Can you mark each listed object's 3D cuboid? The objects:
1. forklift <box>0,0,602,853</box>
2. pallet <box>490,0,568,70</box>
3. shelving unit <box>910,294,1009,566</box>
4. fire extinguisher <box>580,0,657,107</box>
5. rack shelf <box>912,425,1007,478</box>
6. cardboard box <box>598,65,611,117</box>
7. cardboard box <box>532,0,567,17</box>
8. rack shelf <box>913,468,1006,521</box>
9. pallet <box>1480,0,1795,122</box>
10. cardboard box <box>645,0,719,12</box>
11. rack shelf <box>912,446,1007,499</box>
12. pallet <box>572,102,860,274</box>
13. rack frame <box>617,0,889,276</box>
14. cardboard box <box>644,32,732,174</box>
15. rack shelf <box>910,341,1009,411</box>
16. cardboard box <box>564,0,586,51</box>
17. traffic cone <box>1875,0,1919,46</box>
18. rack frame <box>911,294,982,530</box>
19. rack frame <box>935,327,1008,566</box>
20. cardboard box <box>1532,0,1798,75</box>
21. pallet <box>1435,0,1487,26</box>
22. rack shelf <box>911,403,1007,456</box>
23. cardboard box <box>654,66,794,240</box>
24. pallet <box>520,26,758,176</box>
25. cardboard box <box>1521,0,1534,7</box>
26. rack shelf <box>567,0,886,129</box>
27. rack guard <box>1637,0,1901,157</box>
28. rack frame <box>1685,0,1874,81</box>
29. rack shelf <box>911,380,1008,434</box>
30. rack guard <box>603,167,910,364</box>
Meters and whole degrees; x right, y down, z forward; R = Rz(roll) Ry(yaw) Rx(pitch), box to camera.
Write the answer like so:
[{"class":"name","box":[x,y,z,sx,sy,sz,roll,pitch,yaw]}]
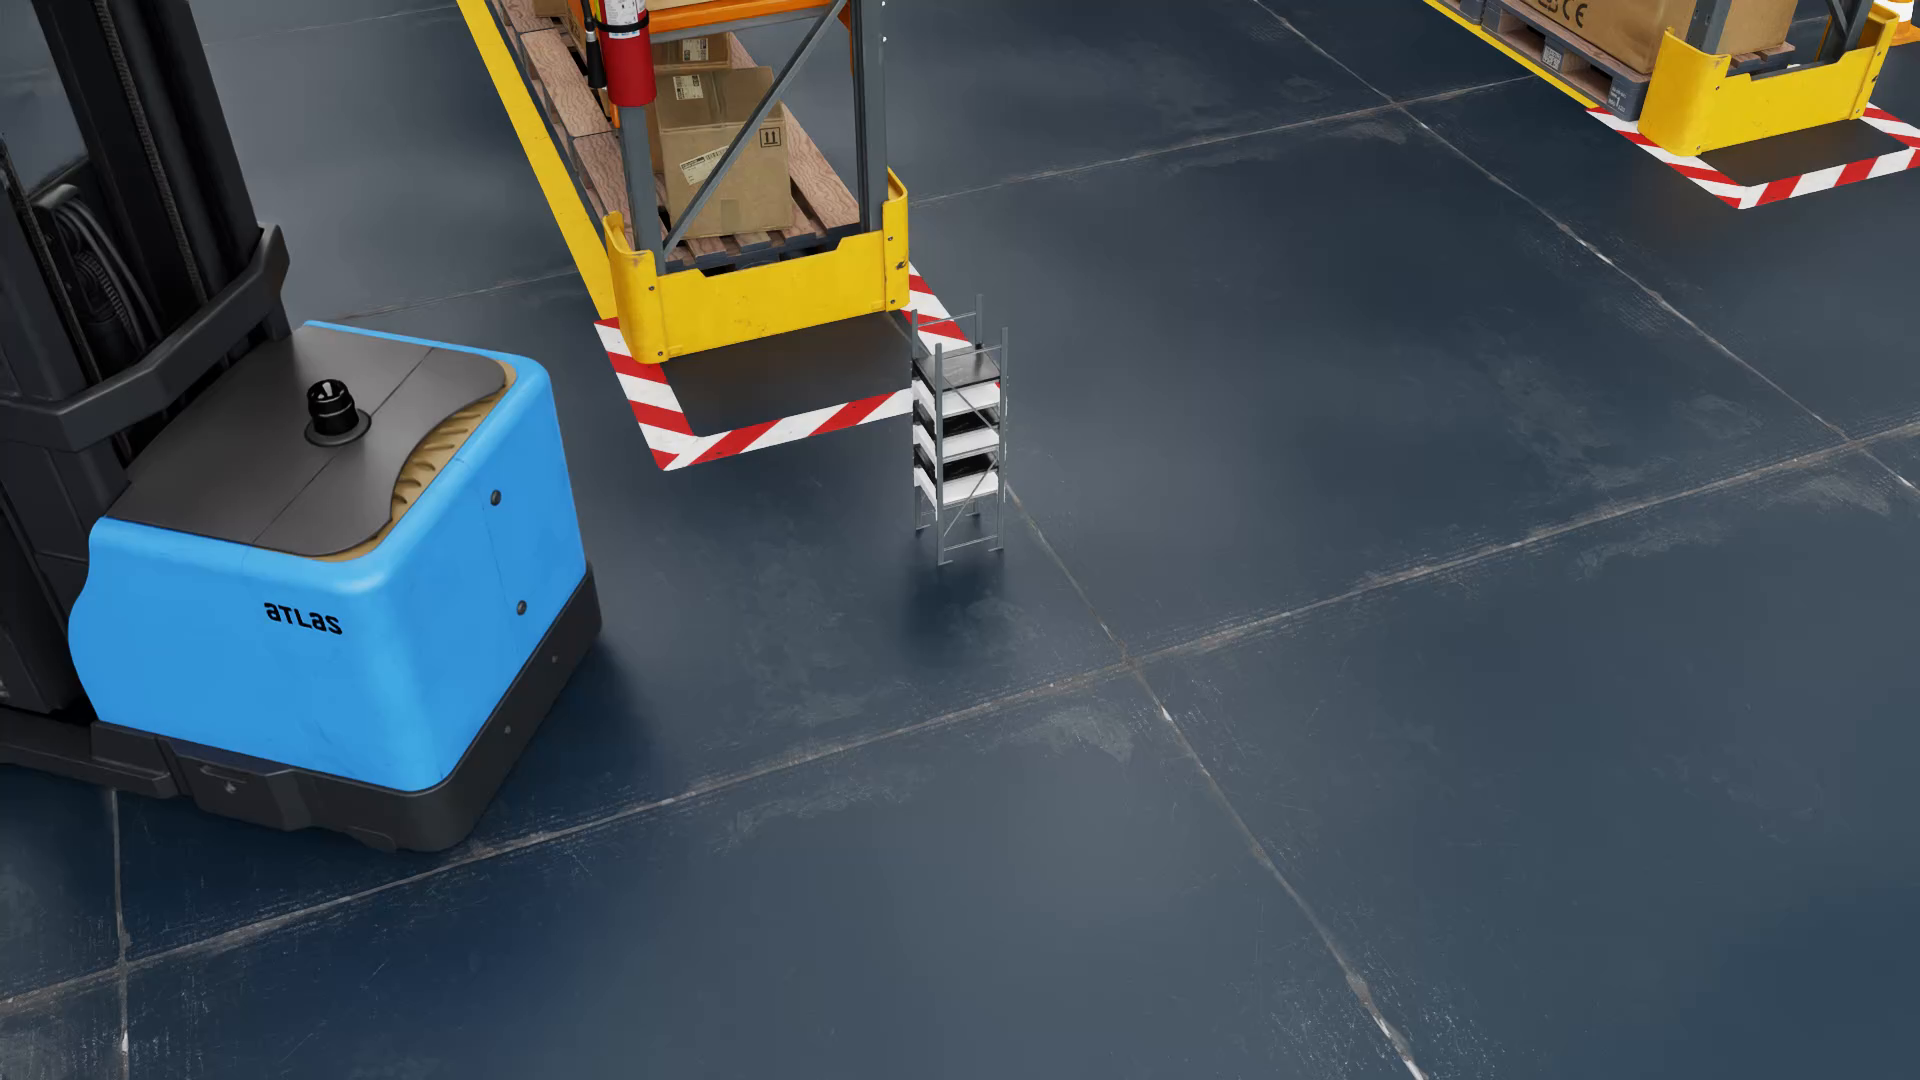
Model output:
[{"class":"forklift","box":[-2.721,-0.769,4.396,3.031,2.935,1.130,10,42,12]},{"class":"pallet","box":[-2.006,-2.977,9.050,1.003,0.211,1.213,-15,43,-17]},{"class":"shelving unit","box":[-0.003,-0.346,5.462,0.258,0.900,0.210,-15,43,-17]},{"class":"fire extinguisher","box":[-1.147,-1.807,5.611,0.296,0.674,0.183,-15,43,-17]},{"class":"rack shelf","box":[-0.003,-0.321,5.484,0.258,0.077,0.200,-15,43,-17]},{"class":"cardboard box","box":[-1.471,-2.346,7.772,0.500,0.500,0.500,-11,42,-13]},{"class":"cardboard box","box":[-1.953,-3.048,8.589,0.500,0.500,0.500,-3,41,-3]},{"class":"rack shelf","box":[-0.003,-0.184,5.601,0.258,0.077,0.200,-15,43,-17]},{"class":"pallet","box":[3.478,-2.602,8.614,1.003,0.211,1.213,-15,43,-17]},{"class":"cardboard box","box":[-1.065,-2.046,6.021,0.380,0.149,0.250,-15,43,-17]},{"class":"rack shelf","box":[-0.003,-0.253,5.543,0.258,0.077,0.200,-15,43,-17]},{"class":"pallet","box":[-1.072,-1.507,7.341,1.003,0.211,1.213,-15,43,-17]},{"class":"rack frame","box":[-0.765,-2.021,5.799,1.000,3.000,0.127,-15,43,-17]},{"class":"cardboard box","box":[-1.249,-1.964,7.328,0.500,0.500,0.500,-5,41,-6]},{"class":"rack shelf","box":[-0.003,-0.526,5.308,0.258,0.077,0.200,-15,43,-17]},{"class":"cardboard box","box":[-1.643,-2.693,8.176,0.500,0.500,0.500,-19,44,-21]},{"class":"traffic cone","box":[4.965,-2.909,8.778,0.336,0.463,0.334,-15,43,-17]},{"class":"rack frame","box":[-0.042,-0.407,5.534,0.240,0.900,0.006,-15,43,-17]},{"class":"rack frame","box":[0.036,-0.285,5.391,0.240,0.900,0.006,-15,43,-17]},{"class":"cardboard box","box":[3.535,-2.943,8.179,0.875,0.875,0.875,-15,43,-17]},{"class":"pallet","box":[3.015,-3.336,9.467,1.003,0.211,1.213,-15,43,-17]},{"class":"rack shelf","box":[-0.003,-0.389,5.425,0.258,0.077,0.200,-15,43,-17]},{"class":"cardboard box","box":[-0.989,-1.612,6.920,0.500,0.500,0.500,-8,41,-9]},{"class":"pallet","box":[-1.535,-2.241,8.194,1.003,0.211,1.213,-15,43,-17]},{"class":"cardboard box","box":[3.197,-3.472,8.795,0.875,0.875,0.875,-16,43,-18]},{"class":"rack shelf","box":[-1.530,-2.953,7.435,1.077,0.370,4.000,-15,43,-17]},{"class":"rack guard","box":[3.865,-2.235,7.966,1.175,0.500,0.348,-15,43,-17]},{"class":"rack frame","box":[3.856,-3.197,7.167,1.000,3.000,0.127,-15,43,-17]},{"class":"rack shelf","box":[-0.003,-0.457,5.367,0.258,0.077,0.200,-15,43,-17]},{"class":"rack guard","box":[-0.794,-1.119,6.667,1.175,0.500,0.348,-15,43,-17]}]
